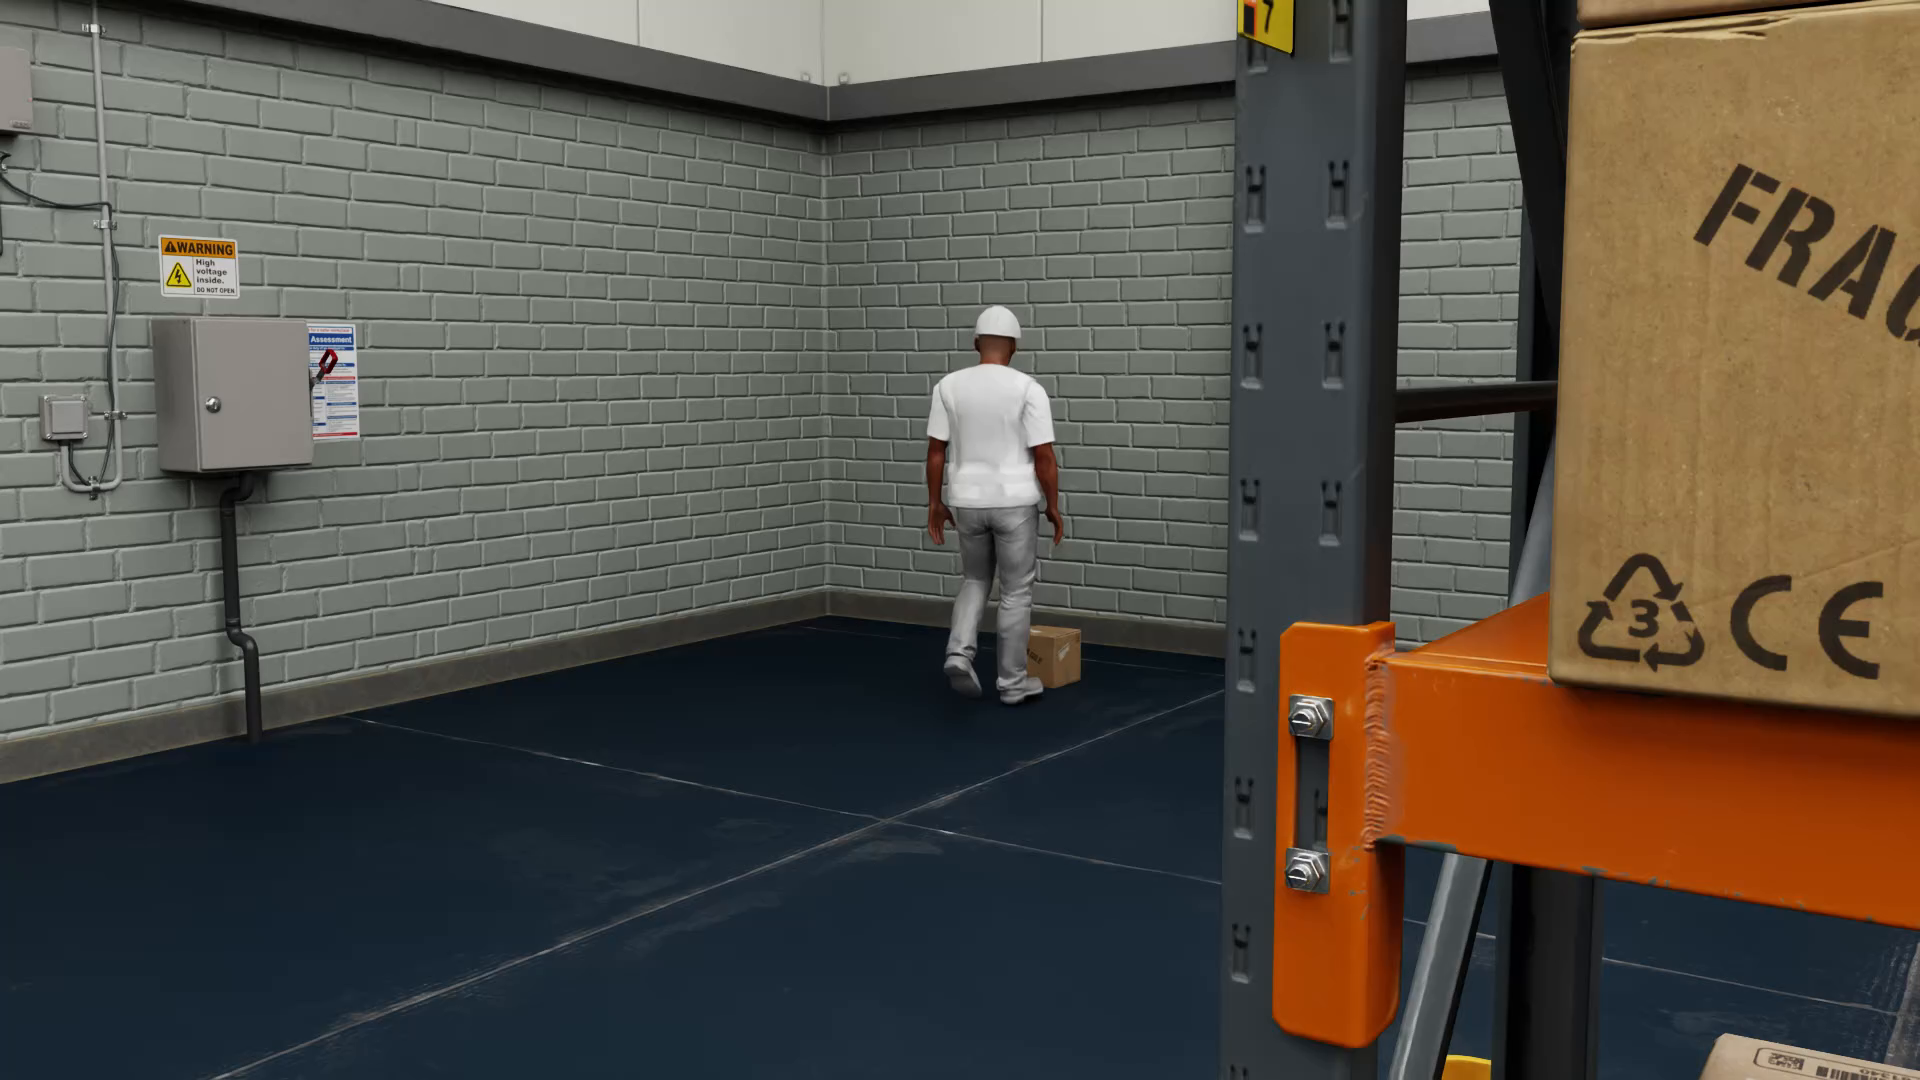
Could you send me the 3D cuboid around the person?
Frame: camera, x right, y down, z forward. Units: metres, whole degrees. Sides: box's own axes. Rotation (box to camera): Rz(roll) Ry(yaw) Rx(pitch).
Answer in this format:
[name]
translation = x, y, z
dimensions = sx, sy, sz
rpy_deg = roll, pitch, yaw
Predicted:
[person]
translation = 0.166, -0.152, 7.422
dimensions = 0.594, 1.767, 0.504
rpy_deg = 3, 7, 25
